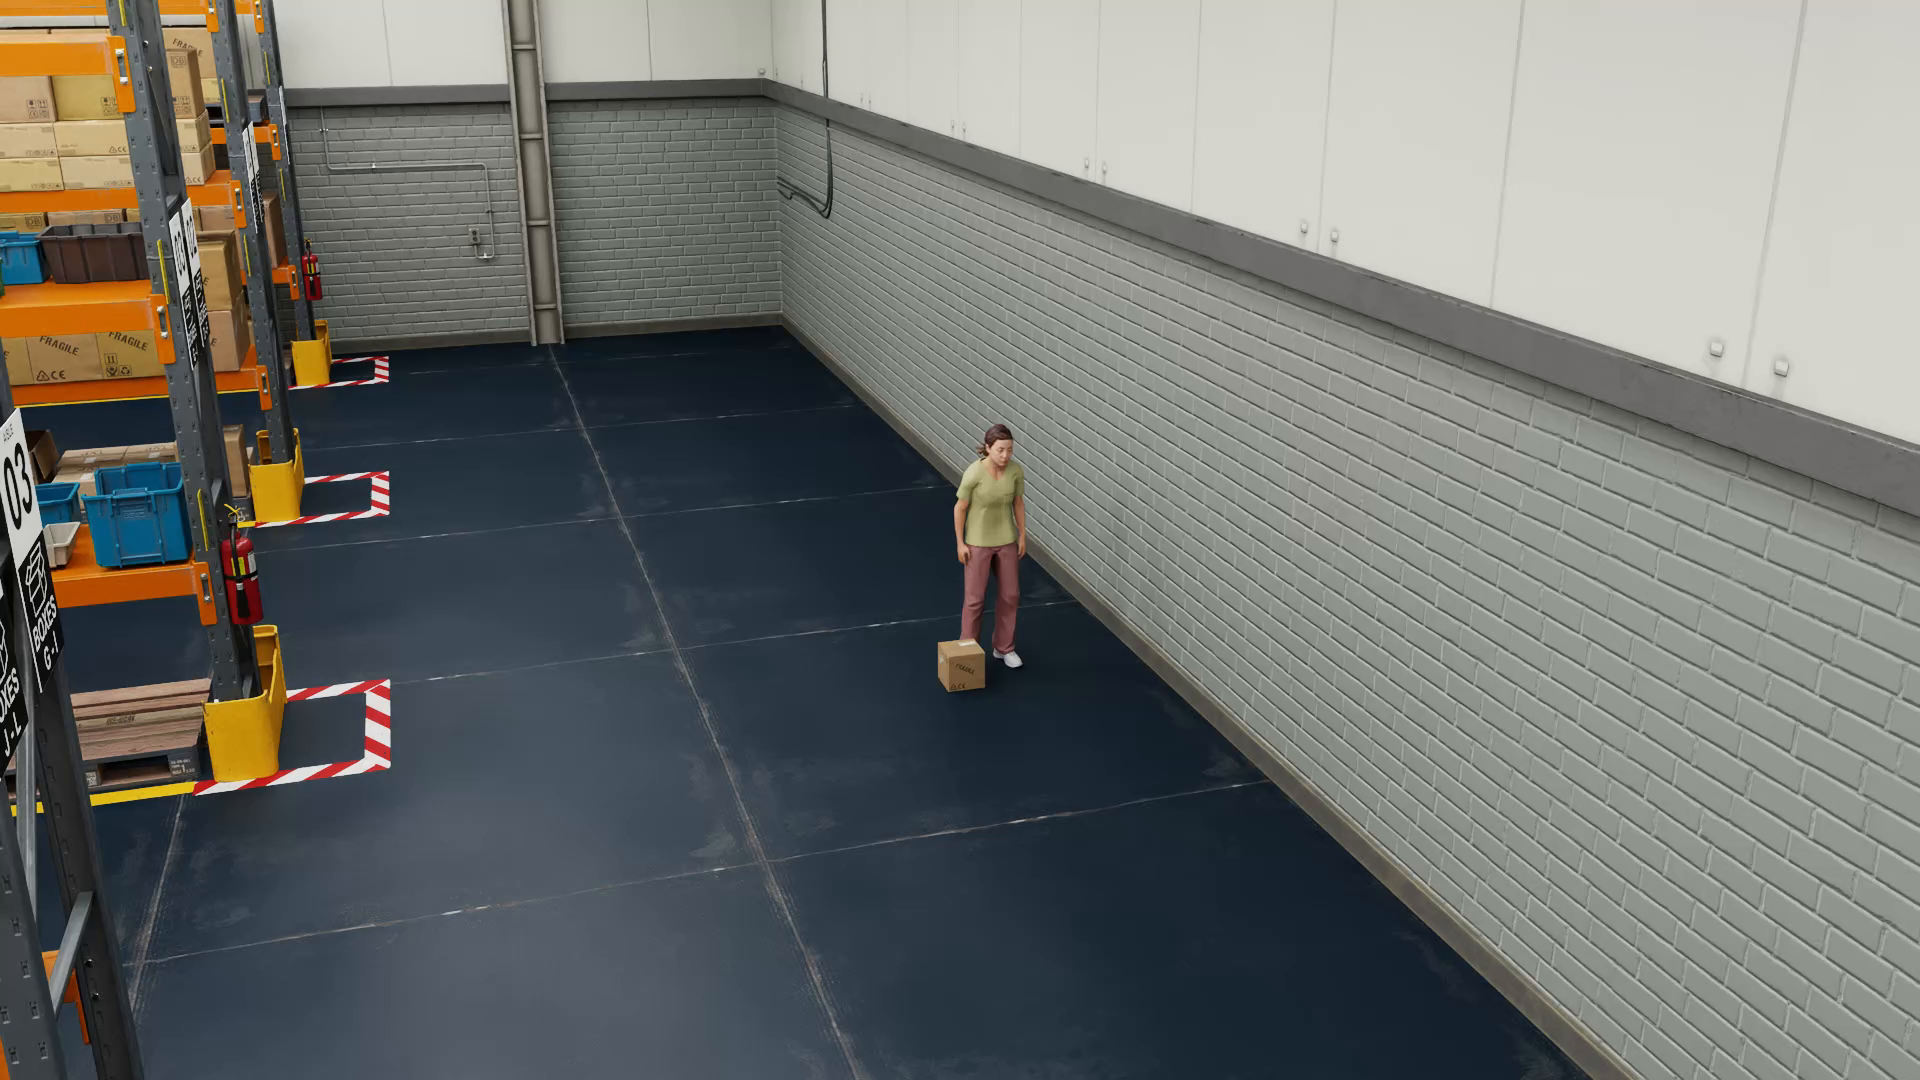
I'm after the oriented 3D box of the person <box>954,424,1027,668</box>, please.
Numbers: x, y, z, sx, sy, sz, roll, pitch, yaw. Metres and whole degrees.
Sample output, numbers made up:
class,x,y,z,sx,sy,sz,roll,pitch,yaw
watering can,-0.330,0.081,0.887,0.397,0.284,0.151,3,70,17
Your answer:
class,x,y,z,sx,sy,sz,roll,pitch,yaw
person,0.216,0.039,10.959,0.500,1.672,0.359,-7,21,-20
